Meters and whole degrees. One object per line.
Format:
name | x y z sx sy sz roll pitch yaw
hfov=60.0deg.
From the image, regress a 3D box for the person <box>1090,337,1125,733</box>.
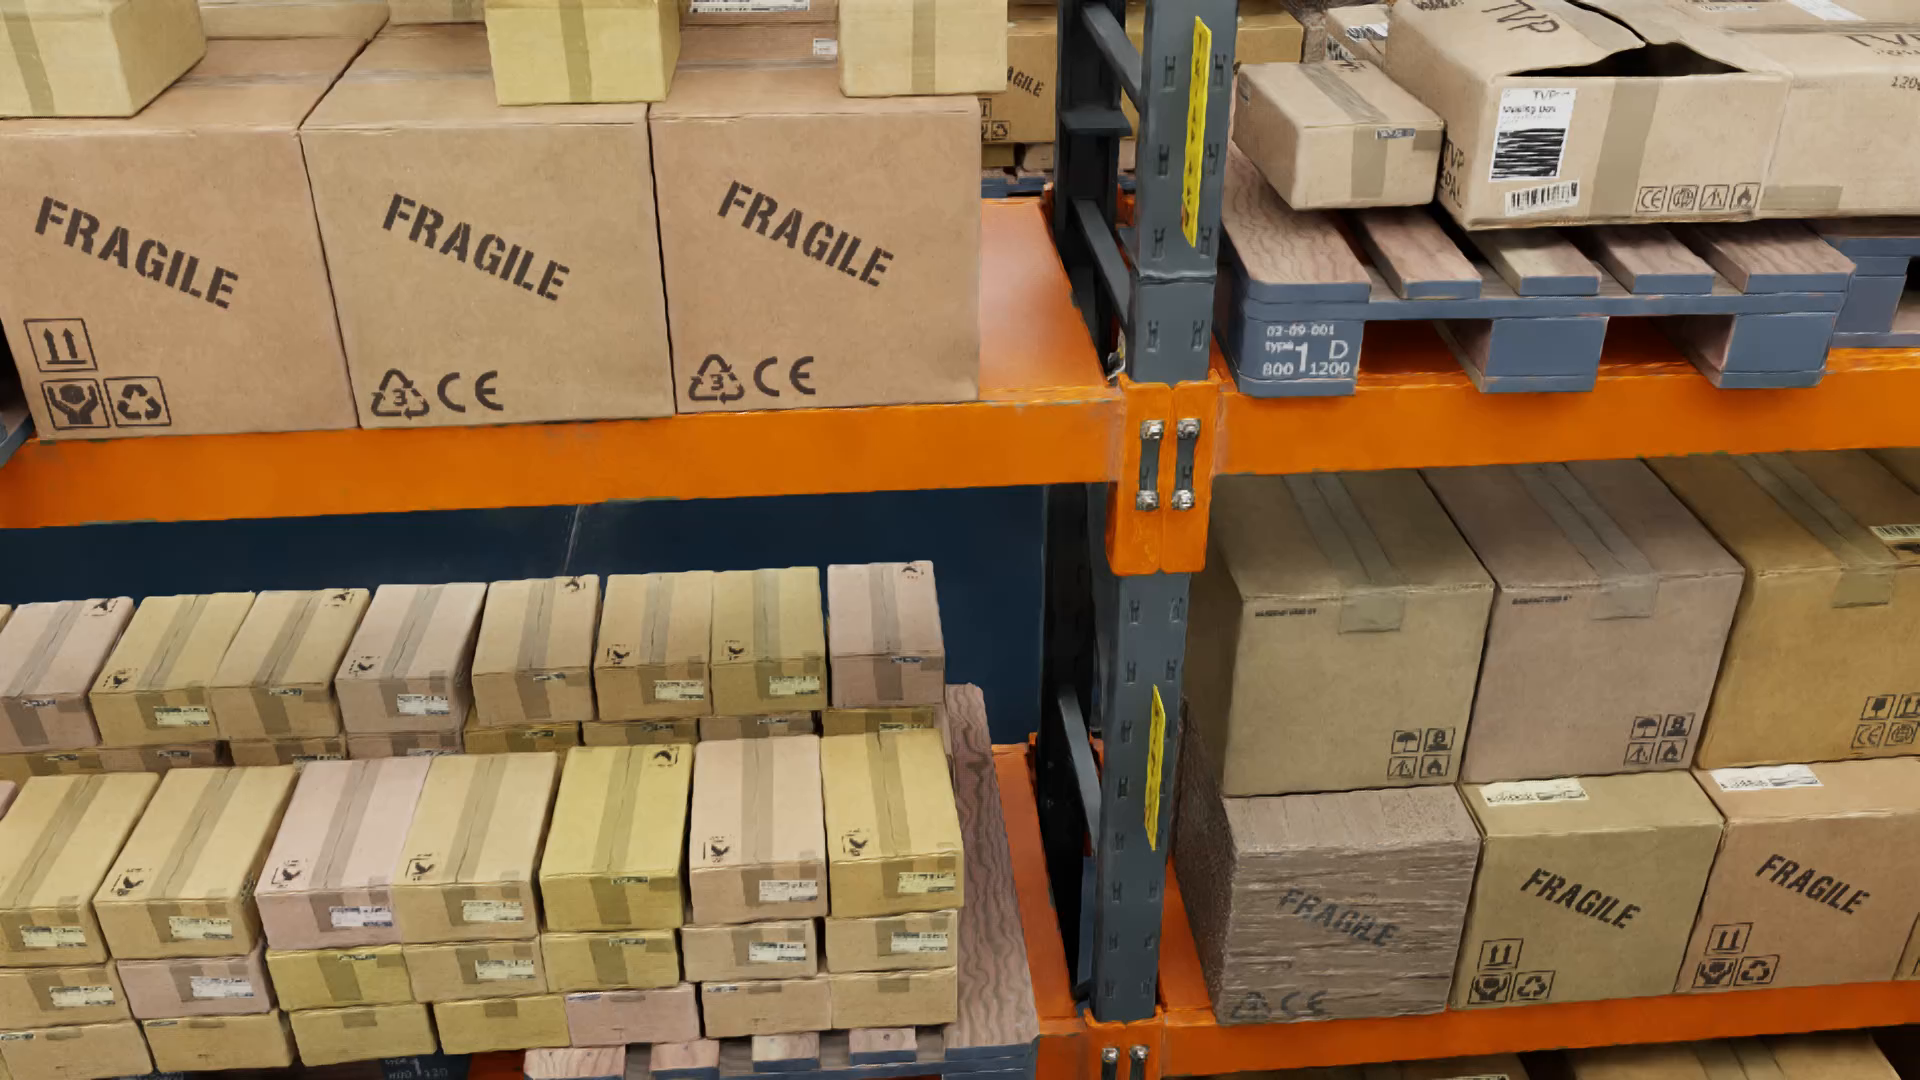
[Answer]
person | 0.519 0.078 6.033 0.577 1.779 0.667 15 34 24
